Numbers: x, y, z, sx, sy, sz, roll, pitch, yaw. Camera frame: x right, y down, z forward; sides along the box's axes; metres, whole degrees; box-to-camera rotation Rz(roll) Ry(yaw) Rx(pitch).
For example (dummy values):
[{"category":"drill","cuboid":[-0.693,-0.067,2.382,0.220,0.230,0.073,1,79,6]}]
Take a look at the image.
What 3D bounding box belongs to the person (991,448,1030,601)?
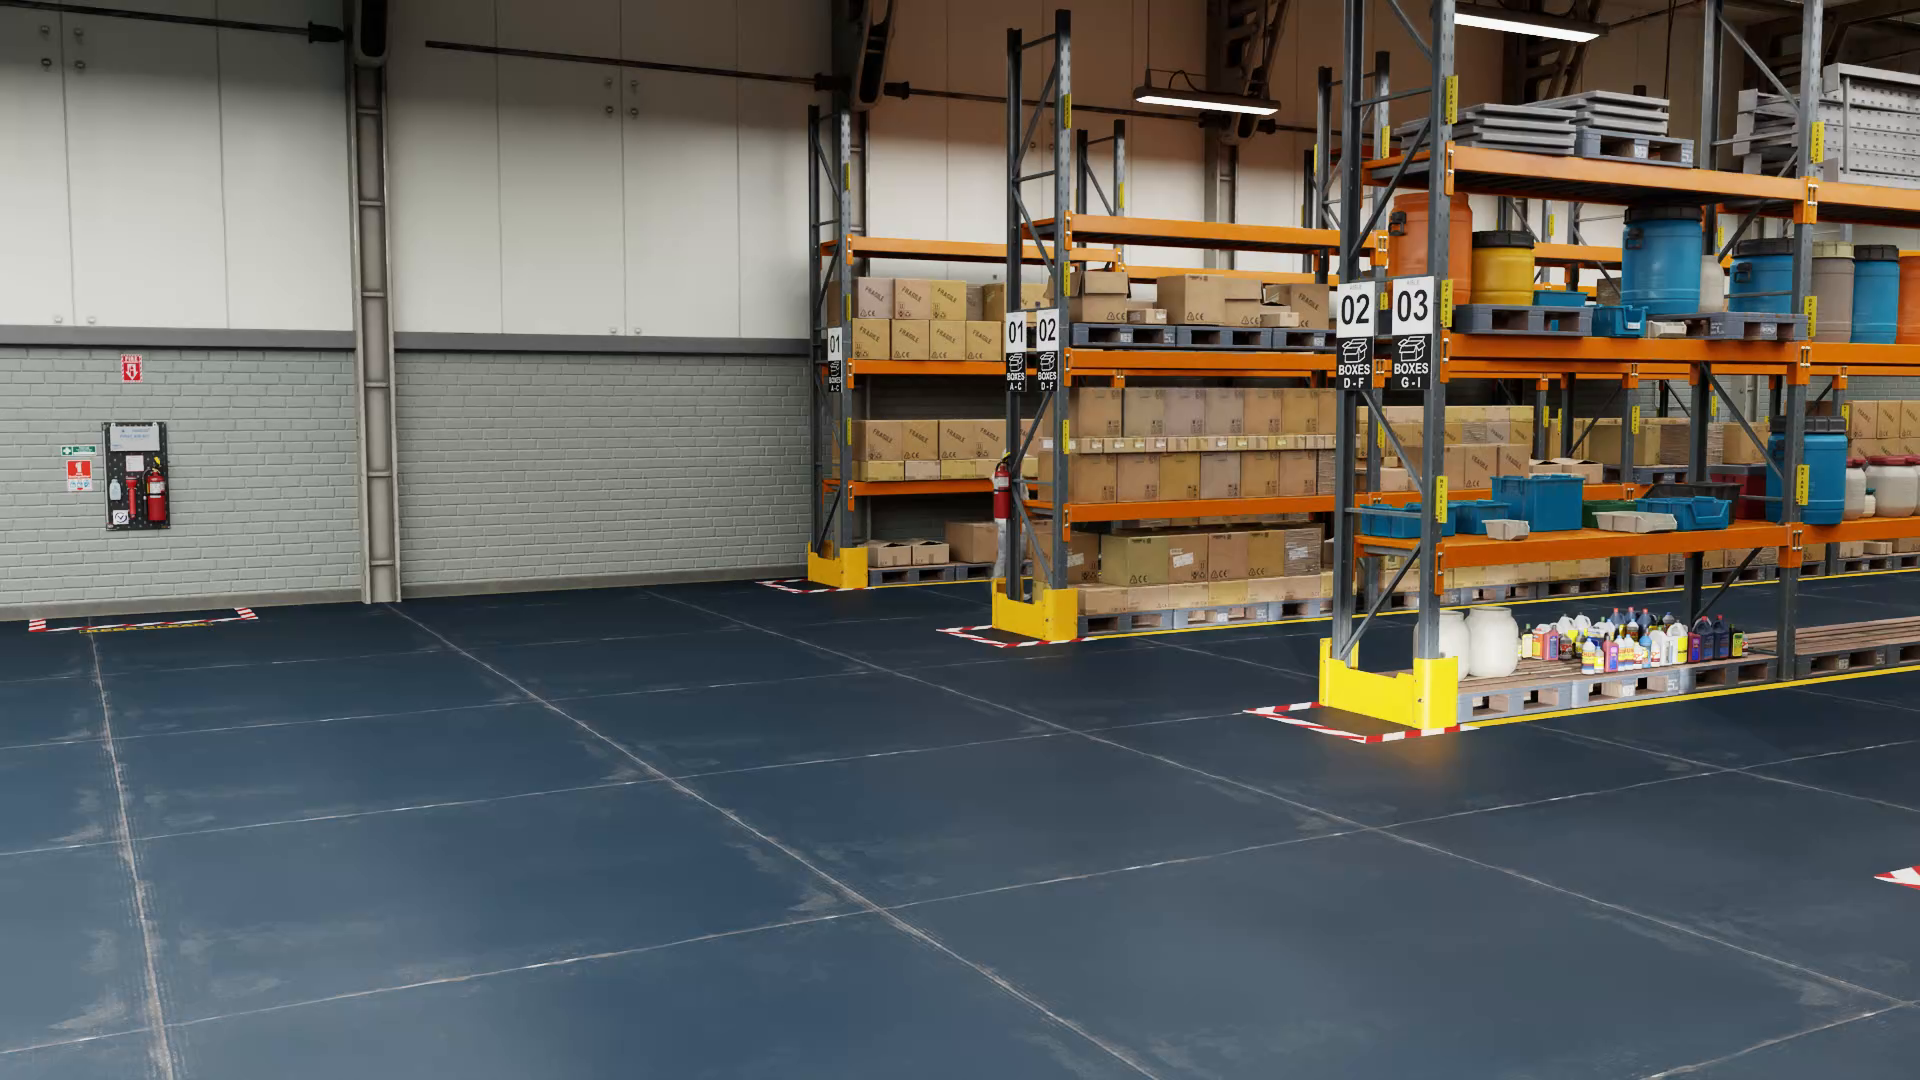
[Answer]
[{"category":"person","cuboid":[0.597,-0.188,19.271,0.357,1.788,0.552,-3,6,-27]}]
